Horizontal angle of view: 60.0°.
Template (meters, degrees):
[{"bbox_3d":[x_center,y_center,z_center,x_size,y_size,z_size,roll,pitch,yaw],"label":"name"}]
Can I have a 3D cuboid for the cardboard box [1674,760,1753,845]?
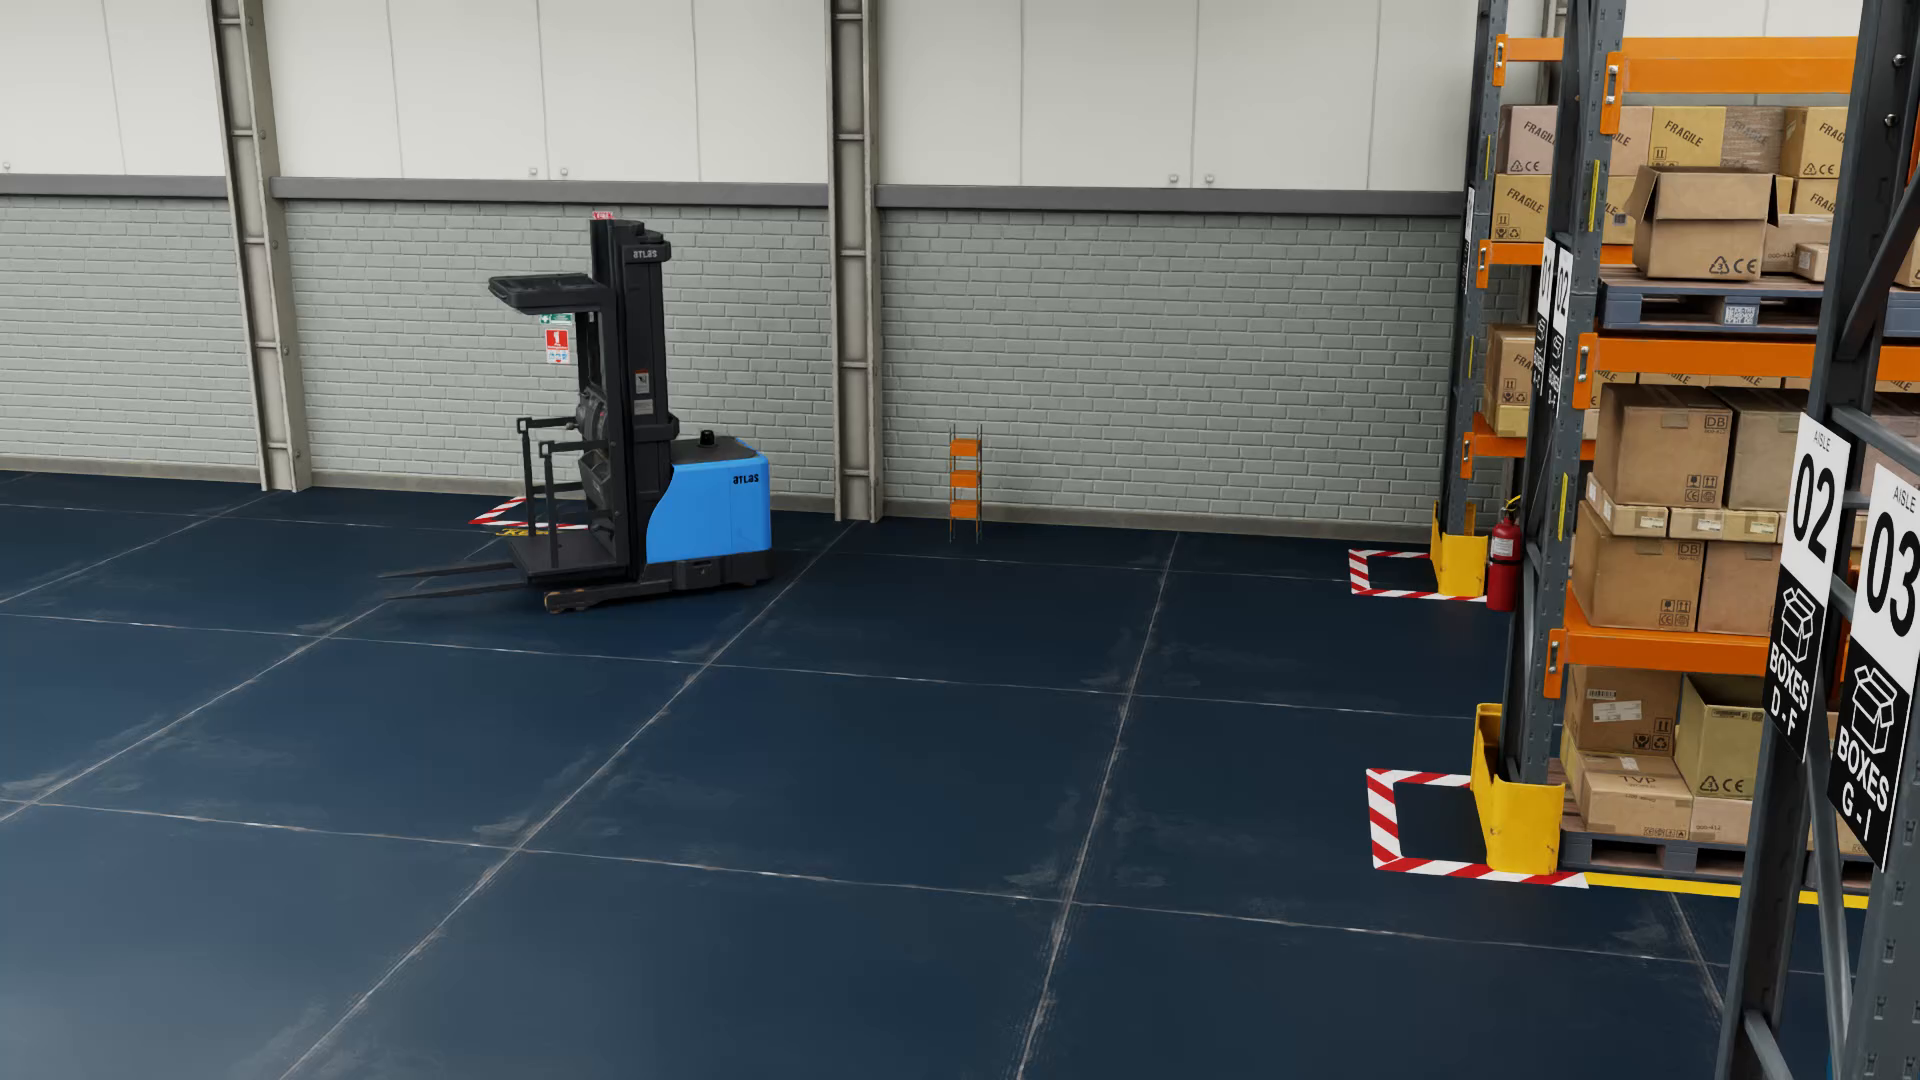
[{"bbox_3d":[4.057,1.383,8.746,0.500,0.250,0.500,3,16,11],"label":"cardboard box"}]

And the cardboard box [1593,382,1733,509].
[{"bbox_3d":[3.592,-0.495,8.542,0.500,0.500,0.700,3,16,11],"label":"cardboard box"}]

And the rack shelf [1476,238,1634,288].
[{"bbox_3d":[6.028,-2.141,12.831,4.000,0.370,1.077,3,16,11],"label":"rack shelf"}]

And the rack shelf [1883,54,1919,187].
[{"bbox_3d":[4.054,-0.802,3.128,4.000,0.370,1.077,3,16,11],"label":"rack shelf"}]

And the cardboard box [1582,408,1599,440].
[{"bbox_3d":[4.995,-0.953,13.057,0.500,0.250,0.500,3,16,9],"label":"cardboard box"}]

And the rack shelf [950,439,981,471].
[{"bbox_3d":[0.052,-0.766,14.769,0.240,0.259,0.215,3,16,11],"label":"rack shelf"}]

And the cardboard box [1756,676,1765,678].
[{"bbox_3d":[4.653,0.909,9.051,0.500,0.500,0.500,3,16,11],"label":"cardboard box"}]

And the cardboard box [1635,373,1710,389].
[{"bbox_3d":[5.464,-1.285,12.852,0.500,0.500,0.500,3,16,9],"label":"cardboard box"}]

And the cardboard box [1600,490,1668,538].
[{"bbox_3d":[3.427,-0.136,8.462,0.250,0.149,0.380,3,16,11],"label":"cardboard box"}]

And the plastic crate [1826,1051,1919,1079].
[{"bbox_3d":[2.644,1.463,4.370,0.616,0.251,0.499,3,16,11],"label":"plastic crate"}]

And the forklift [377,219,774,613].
[{"bbox_3d":[-3.092,-1.002,13.119,3.031,2.935,1.130,-7,17,-23],"label":"forklift"}]

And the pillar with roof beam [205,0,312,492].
[{"bbox_3d":[-7.690,-3.741,11.640,0.400,9.000,9.100,3,16,11],"label":"pillar with roof beam"}]

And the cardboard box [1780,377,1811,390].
[{"bbox_3d":[6.482,-1.233,12.664,0.500,0.500,0.500,3,16,9],"label":"cardboard box"}]

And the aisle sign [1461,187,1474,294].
[{"bbox_3d":[3.938,-2.327,12.903,0.004,0.787,0.394,3,16,11],"label":"aisle sign"}]

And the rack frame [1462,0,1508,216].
[{"bbox_3d":[4.069,-4.040,12.718,0.127,3.000,1.000,3,16,11],"label":"rack frame"}]

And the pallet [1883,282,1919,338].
[{"bbox_3d":[4.972,-1.147,8.059,1.213,0.211,1.003,3,16,11],"label":"pallet"}]

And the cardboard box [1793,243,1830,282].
[{"bbox_3d":[4.203,-1.338,8.006,0.250,0.149,0.380,3,16,11],"label":"cardboard box"}]

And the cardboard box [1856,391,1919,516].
[{"bbox_3d":[4.602,-0.442,8.350,0.500,0.500,0.700,3,16,11],"label":"cardboard box"}]

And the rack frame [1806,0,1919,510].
[{"bbox_3d":[2.094,-1.448,3.362,0.127,3.000,1.000,3,16,11],"label":"rack frame"}]

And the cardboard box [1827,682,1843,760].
[{"bbox_3d":[4.549,1.045,8.560,0.500,0.500,0.500,3,16,11],"label":"cardboard box"}]

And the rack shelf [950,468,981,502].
[{"bbox_3d":[0.052,-0.493,14.844,0.240,0.259,0.215,3,16,11],"label":"rack shelf"}]

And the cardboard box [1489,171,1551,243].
[{"bbox_3d":[4.346,-2.569,12.803,0.500,0.500,0.500,4,16,13],"label":"cardboard box"}]

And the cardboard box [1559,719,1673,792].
[{"bbox_3d":[3.669,1.221,9.327,0.500,0.250,0.500,3,16,11],"label":"cardboard box"}]

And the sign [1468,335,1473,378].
[{"bbox_3d":[3.961,-1.424,12.891,0.005,0.325,0.100,3,16,11],"label":"sign"}]

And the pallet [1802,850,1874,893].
[{"bbox_3d":[5.035,1.587,8.869,1.213,0.211,1.003,3,16,11],"label":"pallet"}]

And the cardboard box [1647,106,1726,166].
[{"bbox_3d":[5.384,-2.986,12.434,0.500,0.500,0.500,4,16,13],"label":"cardboard box"}]

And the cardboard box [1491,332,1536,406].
[{"bbox_3d":[4.477,-1.343,13.061,0.500,0.500,0.500,3,16,11],"label":"cardboard box"}]

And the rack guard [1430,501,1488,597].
[{"bbox_3d":[4.143,0.060,13.838,0.348,0.500,1.175,3,16,11],"label":"rack guard"}]

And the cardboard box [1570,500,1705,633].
[{"bbox_3d":[3.540,0.128,8.725,0.500,0.500,0.700,3,16,11],"label":"cardboard box"}]

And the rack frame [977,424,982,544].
[{"bbox_3d":[0.172,-0.497,14.818,0.008,1.050,0.200,3,16,11],"label":"rack frame"}]

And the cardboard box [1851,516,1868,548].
[{"bbox_3d":[4.439,-0.082,8.265,0.250,0.149,0.380,3,16,9],"label":"cardboard box"}]

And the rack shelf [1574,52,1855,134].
[{"bbox_3d":[5.045,-2.098,7.805,4.000,0.370,1.077,3,16,11],"label":"rack shelf"}]

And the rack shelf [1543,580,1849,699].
[{"bbox_3d":[5.045,0.601,8.552,4.000,0.370,1.077,3,16,11],"label":"rack shelf"}]

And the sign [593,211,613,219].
[{"bbox_3d":[-3.355,-2.942,15.651,0.199,0.298,0.001,3,16,11],"label":"sign"}]

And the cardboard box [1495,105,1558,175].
[{"bbox_3d":[4.398,-3.050,12.666,0.500,0.500,0.500,2,16,7],"label":"cardboard box"}]

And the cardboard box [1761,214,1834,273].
[{"bbox_3d":[4.266,-1.503,8.413,0.500,0.250,0.500,3,16,11],"label":"cardboard box"}]

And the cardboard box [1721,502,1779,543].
[{"bbox_3d":[3.930,-0.109,8.364,0.250,0.149,0.380,3,16,11],"label":"cardboard box"}]

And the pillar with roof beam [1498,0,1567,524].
[{"bbox_3d":[4.069,-3.103,9.335,0.400,9.000,9.100,3,16,11],"label":"pillar with roof beam"}]

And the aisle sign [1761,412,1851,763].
[{"bbox_3d":[2.083,0.109,4.111,0.004,0.787,0.394,3,16,11],"label":"aisle sign"}]

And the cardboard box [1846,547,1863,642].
[{"bbox_3d":[4.541,0.182,8.528,0.500,0.500,0.700,3,16,11],"label":"cardboard box"}]

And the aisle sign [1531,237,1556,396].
[{"bbox_3d":[3.079,-1.186,8.783,0.004,0.787,0.394,3,16,11],"label":"aisle sign"}]

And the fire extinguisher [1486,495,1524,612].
[{"bbox_3d":[3.062,0.057,9.312,0.183,0.674,0.296,3,16,11],"label":"fire extinguisher"}]

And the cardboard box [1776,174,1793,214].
[{"bbox_3d":[5.904,-2.481,12.487,0.500,0.500,0.500,4,16,15],"label":"cardboard box"}]

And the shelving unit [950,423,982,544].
[{"bbox_3d":[0.052,-0.503,14.842,0.252,1.050,0.215,3,16,11],"label":"shelving unit"}]

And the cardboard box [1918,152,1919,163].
[{"bbox_3d":[6.901,-2.903,12.137,0.500,0.500,0.500,4,16,14],"label":"cardboard box"}]

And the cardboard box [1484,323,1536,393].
[{"bbox_3d":[4.573,-1.478,13.547,0.500,0.500,0.500,3,16,10],"label":"cardboard box"}]

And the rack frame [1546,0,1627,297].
[{"bbox_3d":[3.085,-2.744,8.040,0.127,3.000,1.000,3,16,11],"label":"rack frame"}]

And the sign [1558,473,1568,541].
[{"bbox_3d":[2.969,-0.163,8.191,0.005,0.325,0.100,3,16,11],"label":"sign"}]
